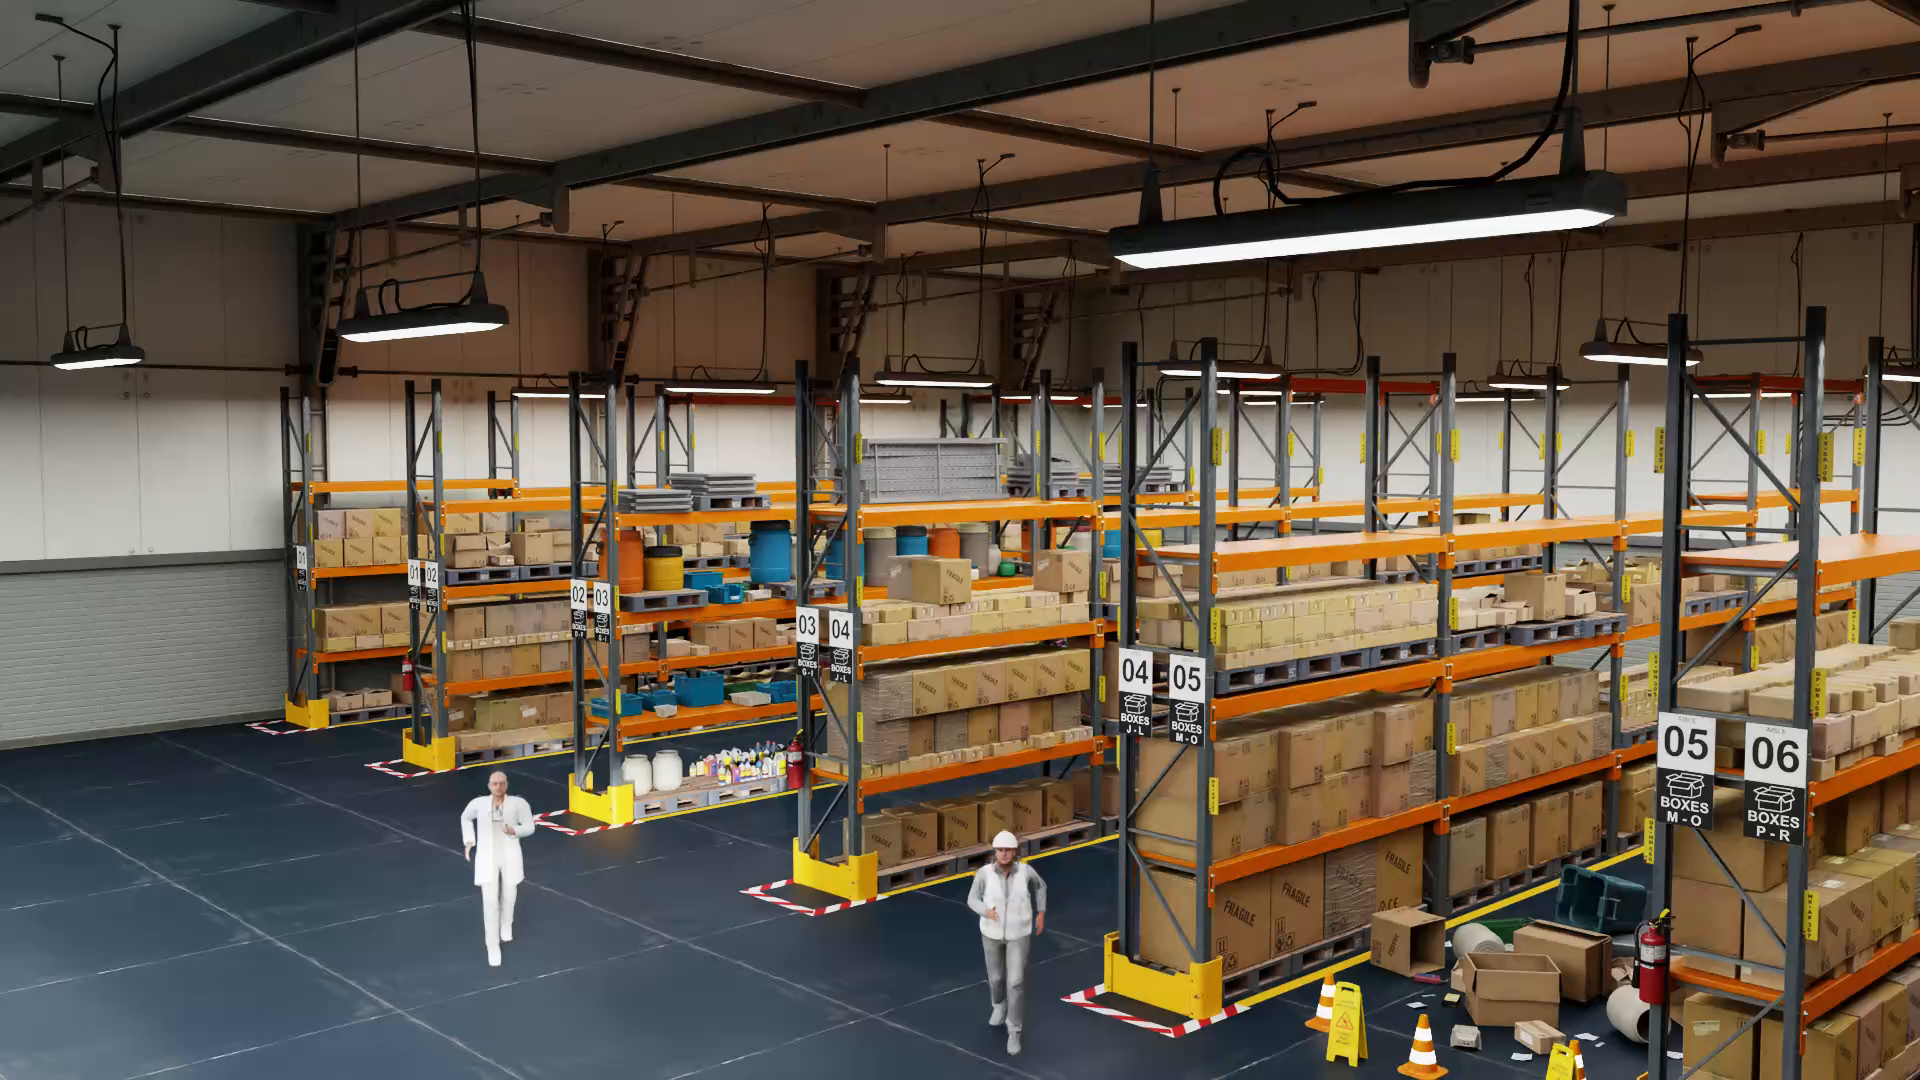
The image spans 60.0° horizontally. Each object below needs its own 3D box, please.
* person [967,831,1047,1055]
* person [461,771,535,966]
[{"bbox_3d":[0.397,3.382,14.178,0.667,1.847,0.775,0,4,5],"label":"person"},{"bbox_3d":[-4.579,3.196,16.519,0.689,1.802,1.006,-1,4,-20],"label":"person"}]
